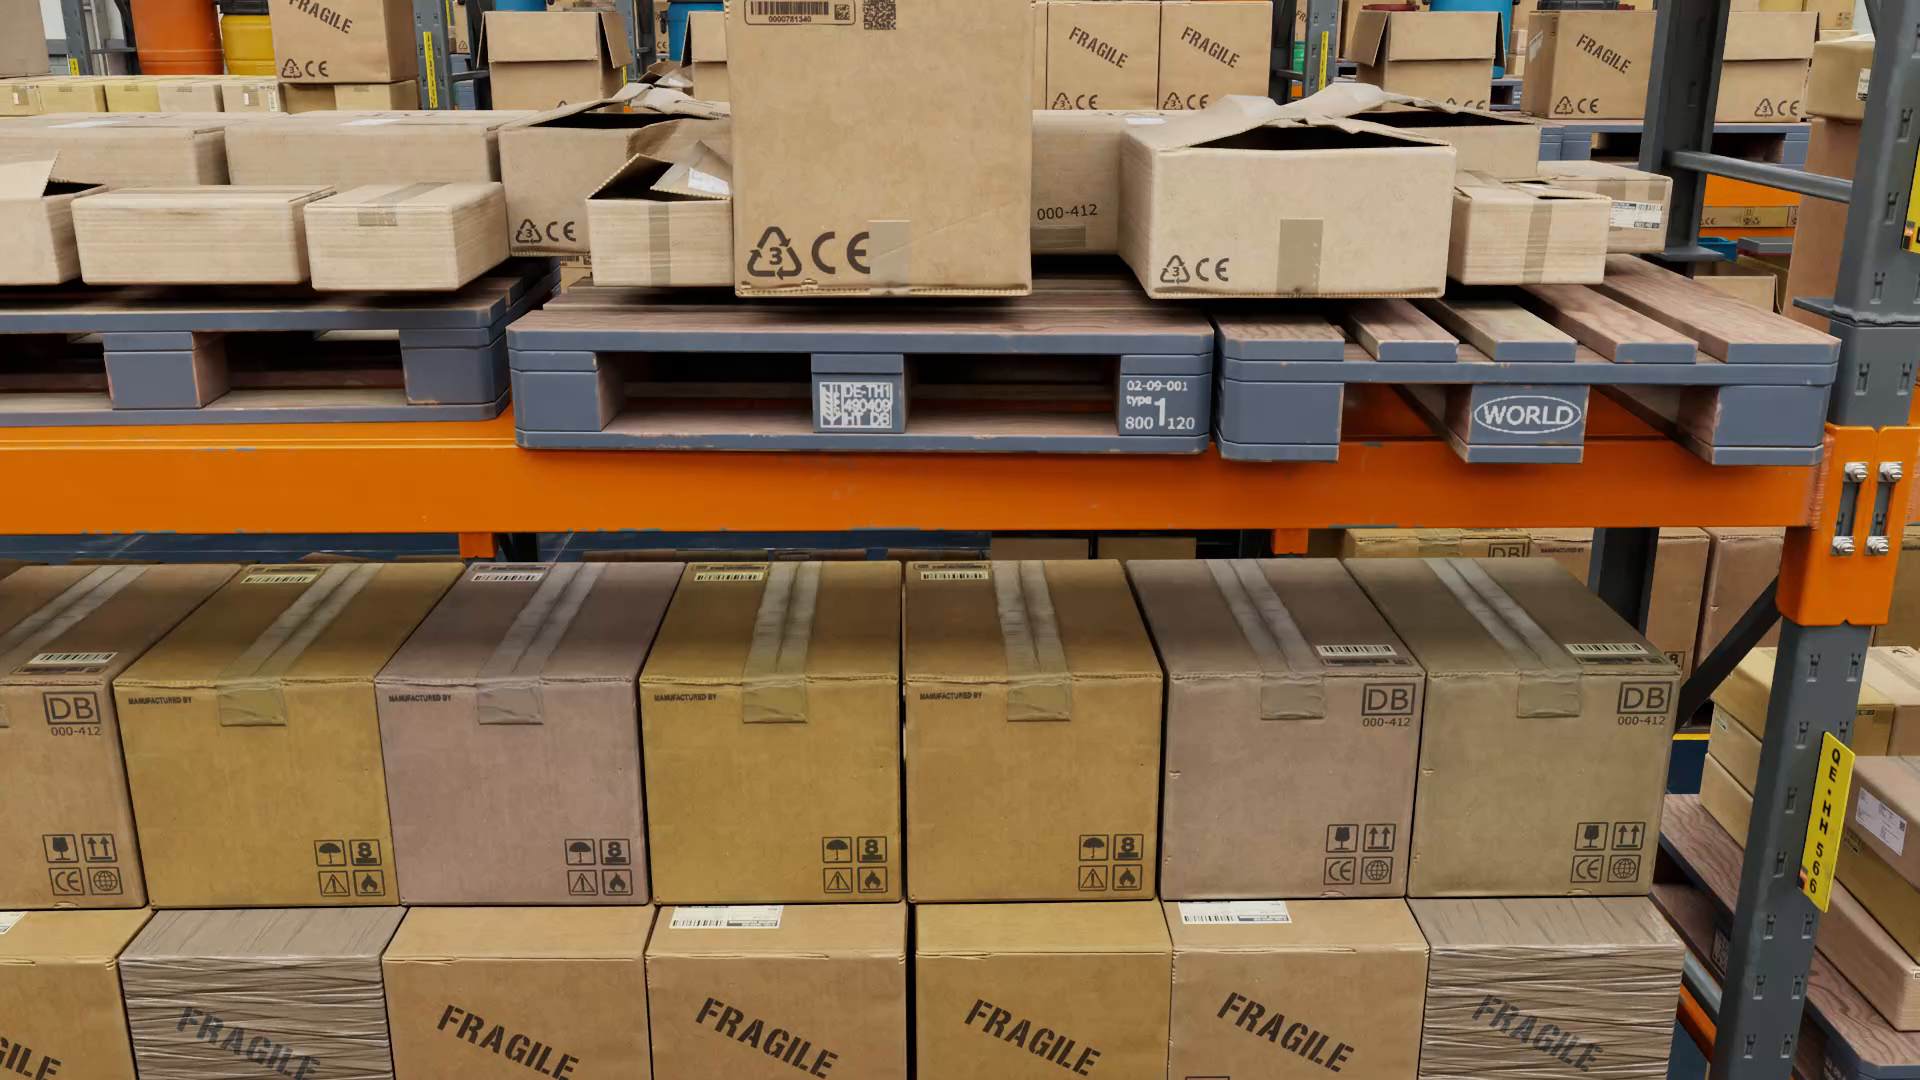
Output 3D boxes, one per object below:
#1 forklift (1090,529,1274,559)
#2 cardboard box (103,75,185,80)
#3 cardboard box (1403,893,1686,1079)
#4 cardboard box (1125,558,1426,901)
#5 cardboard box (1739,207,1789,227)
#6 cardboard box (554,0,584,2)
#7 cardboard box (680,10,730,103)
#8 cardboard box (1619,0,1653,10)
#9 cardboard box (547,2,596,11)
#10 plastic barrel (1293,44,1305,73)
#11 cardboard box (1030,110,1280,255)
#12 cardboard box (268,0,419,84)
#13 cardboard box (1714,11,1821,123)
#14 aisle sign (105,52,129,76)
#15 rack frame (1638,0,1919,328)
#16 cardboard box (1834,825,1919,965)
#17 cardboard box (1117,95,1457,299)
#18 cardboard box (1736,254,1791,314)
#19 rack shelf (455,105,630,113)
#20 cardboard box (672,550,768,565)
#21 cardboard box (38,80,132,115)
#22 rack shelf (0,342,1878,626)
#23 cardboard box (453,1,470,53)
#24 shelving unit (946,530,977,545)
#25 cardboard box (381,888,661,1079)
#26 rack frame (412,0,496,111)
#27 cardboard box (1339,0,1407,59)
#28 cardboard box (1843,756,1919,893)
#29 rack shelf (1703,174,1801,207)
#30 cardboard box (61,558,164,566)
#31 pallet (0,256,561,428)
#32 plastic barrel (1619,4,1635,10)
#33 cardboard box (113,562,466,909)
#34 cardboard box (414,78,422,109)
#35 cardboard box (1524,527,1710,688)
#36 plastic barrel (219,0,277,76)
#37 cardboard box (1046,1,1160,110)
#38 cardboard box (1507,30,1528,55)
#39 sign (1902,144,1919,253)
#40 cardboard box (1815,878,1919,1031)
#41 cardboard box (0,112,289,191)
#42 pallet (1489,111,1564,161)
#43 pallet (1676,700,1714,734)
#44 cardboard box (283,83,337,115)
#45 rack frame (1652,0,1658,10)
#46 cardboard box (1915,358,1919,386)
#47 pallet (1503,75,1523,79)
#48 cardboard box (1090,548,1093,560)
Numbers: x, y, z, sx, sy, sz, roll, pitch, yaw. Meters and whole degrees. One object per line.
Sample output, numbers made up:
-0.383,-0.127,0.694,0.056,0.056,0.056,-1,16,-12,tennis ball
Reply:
2.093,-1.383,11.061,3.031,2.935,1.130,0,18,1,forklift
-4.008,-2.209,8.205,0.250,0.149,0.380,-1,18,-2,cardboard box
1.155,0.945,3.527,0.500,0.500,0.500,0,18,-1,cardboard box
0.647,0.387,3.630,0.500,0.500,0.700,-1,18,-2,cardboard box
8.508,-3.630,17.788,0.500,0.500,0.500,0,18,0,cardboard box
-5.206,-6.989,21.679,0.500,0.500,0.500,0,18,1,cardboard box
-0.962,-2.242,7.858,0.637,0.503,0.797,0,18,1,cardboard box
6.959,-5.581,17.323,0.500,0.500,0.700,0,18,-1,cardboard box
-4.177,-5.388,17.436,0.637,0.503,0.797,2,18,5,cardboard box
2.609,-3.609,12.542,0.294,0.245,0.294,0,18,0,plastic barrel
0.373,-0.757,3.481,0.500,0.250,0.500,0,18,1,cardboard box
-2.821,-2.363,7.623,0.500,0.500,0.500,-1,18,-2,cardboard box
3.666,-2.301,8.041,0.637,0.503,0.797,-1,18,-2,cardboard box
-6.530,-3.409,13.008,0.004,0.787,0.394,0,18,-1,aisle sign
1.601,-1.948,2.888,0.127,3.000,1.000,0,18,-1,rack frame
2.088,0.746,3.549,0.250,0.149,0.380,1,18,2,cardboard box
0.561,-0.628,2.979,0.500,0.311,0.500,0,18,-1,cardboard box
4.299,-1.146,8.403,0.637,0.503,0.797,0,18,0,cardboard box
-4.453,-3.176,12.805,4.000,0.370,1.077,0,18,-1,rack shelf
-1.284,0.400,8.761,0.500,0.500,0.700,0,18,-1,cardboard box
-4.013,-2.036,7.667,0.250,0.149,0.380,1,18,2,cardboard box
-0.398,-0.167,3.426,4.000,0.370,1.077,0,18,-1,rack shelf
-4.863,-5.261,17.045,0.500,0.500,0.500,0,18,-1,cardboard box
0.008,-0.429,11.410,0.210,0.900,0.258,0,18,-1,shelving unit
-0.863,0.956,3.494,0.500,0.500,0.500,0,18,-1,cardboard box
-2.375,-3.444,7.552,0.127,3.000,1.000,0,18,-1,rack frame
4.298,-5.385,17.498,0.600,0.600,0.600,0,18,-1,cardboard box
2.071,0.602,3.510,0.250,0.149,0.380,0,18,-1,cardboard box
3.624,-1.702,8.210,4.000,0.370,1.077,0,18,-1,rack shelf
-4.527,0.414,8.752,0.500,0.500,0.500,1,18,4,cardboard box
-1.482,-0.429,3.376,1.217,0.209,0.805,-1,18,-3,pallet
5.015,-3.906,12.992,0.433,0.535,0.433,0,18,0,plastic barrel
-1.387,0.397,3.599,0.500,0.500,0.700,-1,18,-2,cardboard box
-2.705,-2.227,8.260,0.250,0.149,0.380,-1,18,-2,cardboard box
3.206,0.206,8.785,0.875,0.875,1.225,0,18,-1,cardboard box
-5.315,-3.843,12.711,0.600,0.588,0.600,0,18,0,plastic barrel
0.639,-2.236,7.715,0.500,0.500,0.500,0,18,-1,cardboard box
5.961,-5.173,17.279,0.500,0.250,0.500,0,18,-1,cardboard box
1.602,-0.634,2.727,0.005,0.325,0.100,0,18,-1,sign
2.052,0.888,3.593,0.250,0.149,0.380,-1,18,-2,cardboard box
-1.694,-0.729,3.392,0.500,0.250,0.500,0,18,0,cardboard box
2.267,-1.964,8.159,1.003,0.211,1.213,1,18,2,pallet
3.631,0.735,8.910,1.213,0.211,1.003,0,18,-1,pallet
-2.964,-2.071,7.775,0.250,0.149,0.380,0,18,0,cardboard box
5.546,-4.995,12.388,0.127,3.000,1.000,0,18,-1,rack frame
2.177,-0.489,3.086,0.500,0.500,0.500,0,18,-1,cardboard box
4.763,-3.443,12.770,1.003,0.211,1.213,0,18,-1,pallet
0.955,0.383,8.814,0.500,0.500,0.700,-1,18,-4,cardboard box
